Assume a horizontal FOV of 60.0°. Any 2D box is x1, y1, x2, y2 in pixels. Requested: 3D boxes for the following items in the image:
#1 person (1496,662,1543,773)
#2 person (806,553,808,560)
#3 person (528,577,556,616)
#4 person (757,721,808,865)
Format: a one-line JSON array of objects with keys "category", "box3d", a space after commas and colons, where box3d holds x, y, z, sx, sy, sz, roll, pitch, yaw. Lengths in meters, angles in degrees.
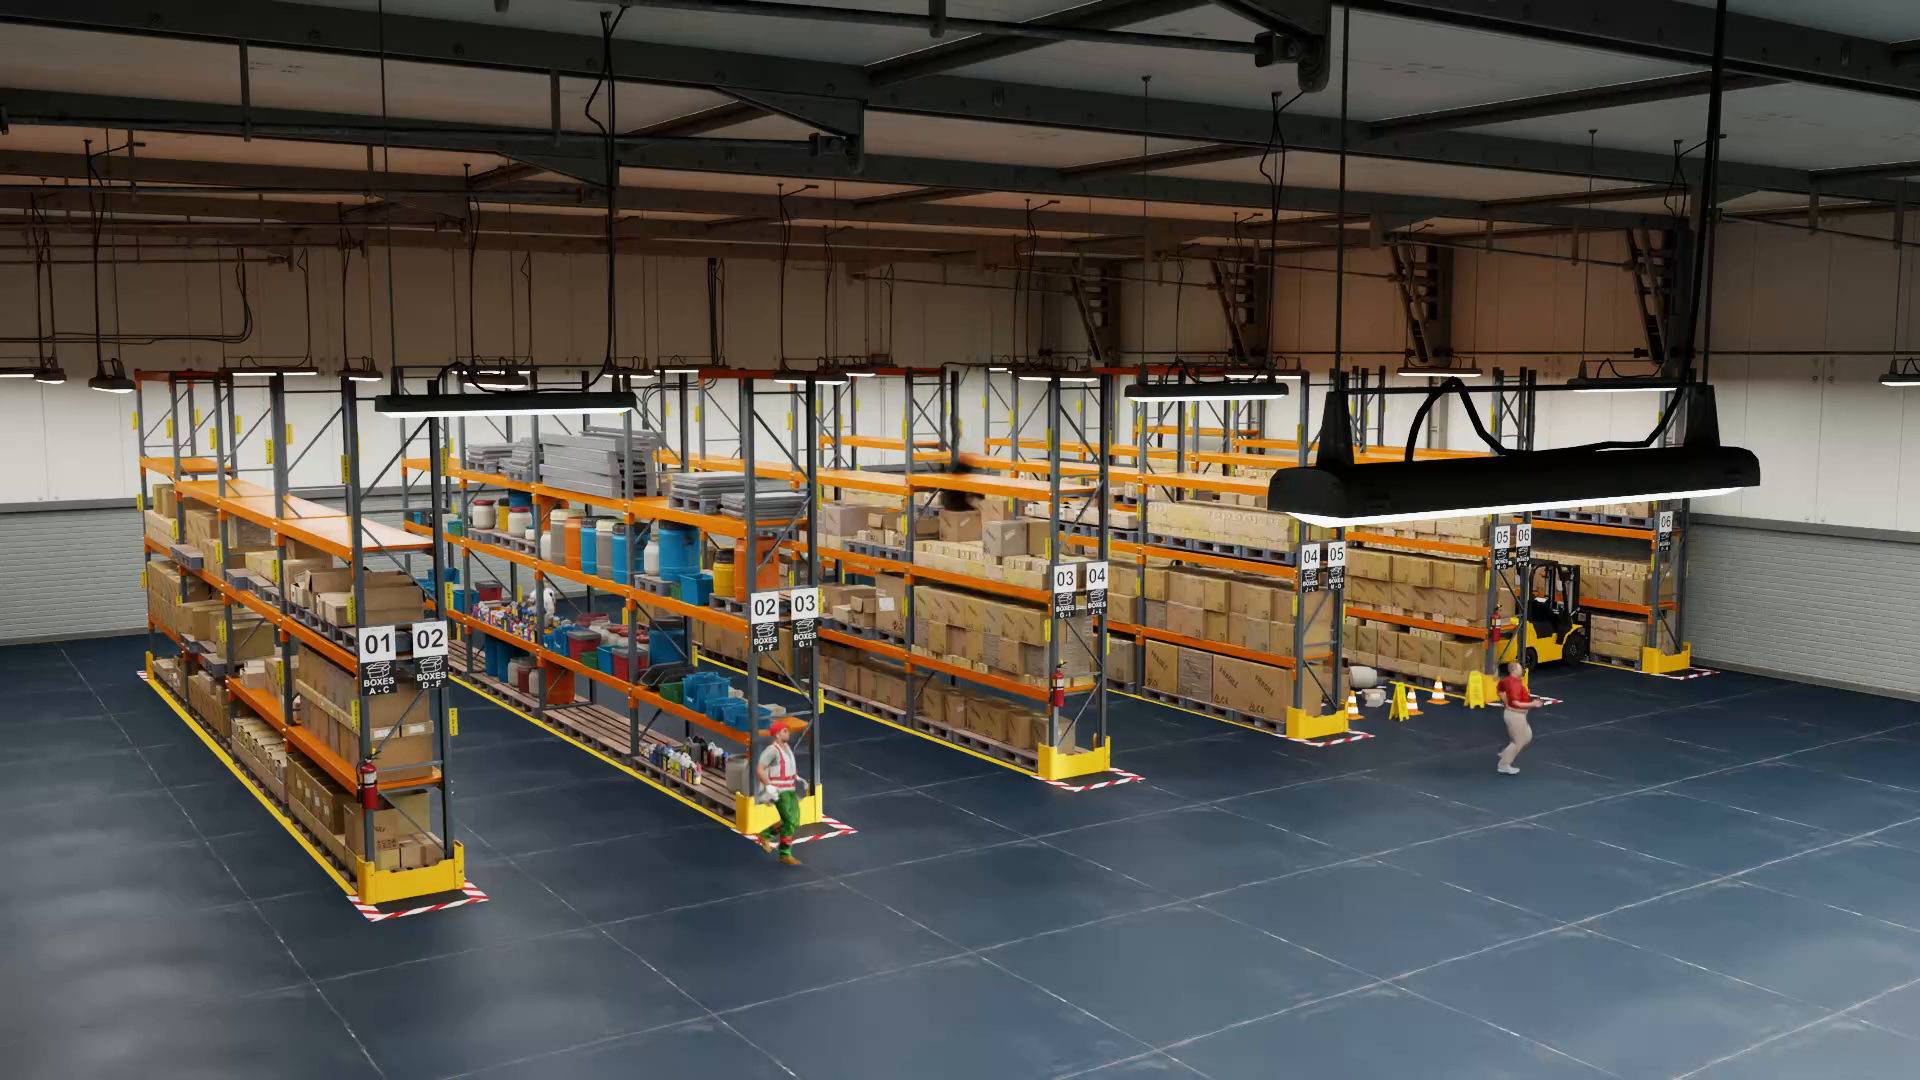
[{"category": "person", "box3d": [8.407, 2.675, 24.985, 0.620, 1.705, 0.648, 1, 7, 9]}, {"category": "person", "box3d": [-3.395, 1.150, 38.101, 0.662, 1.798, 0.679, -3, 7, -22]}, {"category": "person", "box3d": [-8.777, 1.591, 34.961, 0.615, 1.642, 0.558, -5, 8, -36]}, {"category": "person", "box3d": [-2.224, 3.140, 20.763, 0.639, 1.745, 0.718, 3, 7, 23]}]
